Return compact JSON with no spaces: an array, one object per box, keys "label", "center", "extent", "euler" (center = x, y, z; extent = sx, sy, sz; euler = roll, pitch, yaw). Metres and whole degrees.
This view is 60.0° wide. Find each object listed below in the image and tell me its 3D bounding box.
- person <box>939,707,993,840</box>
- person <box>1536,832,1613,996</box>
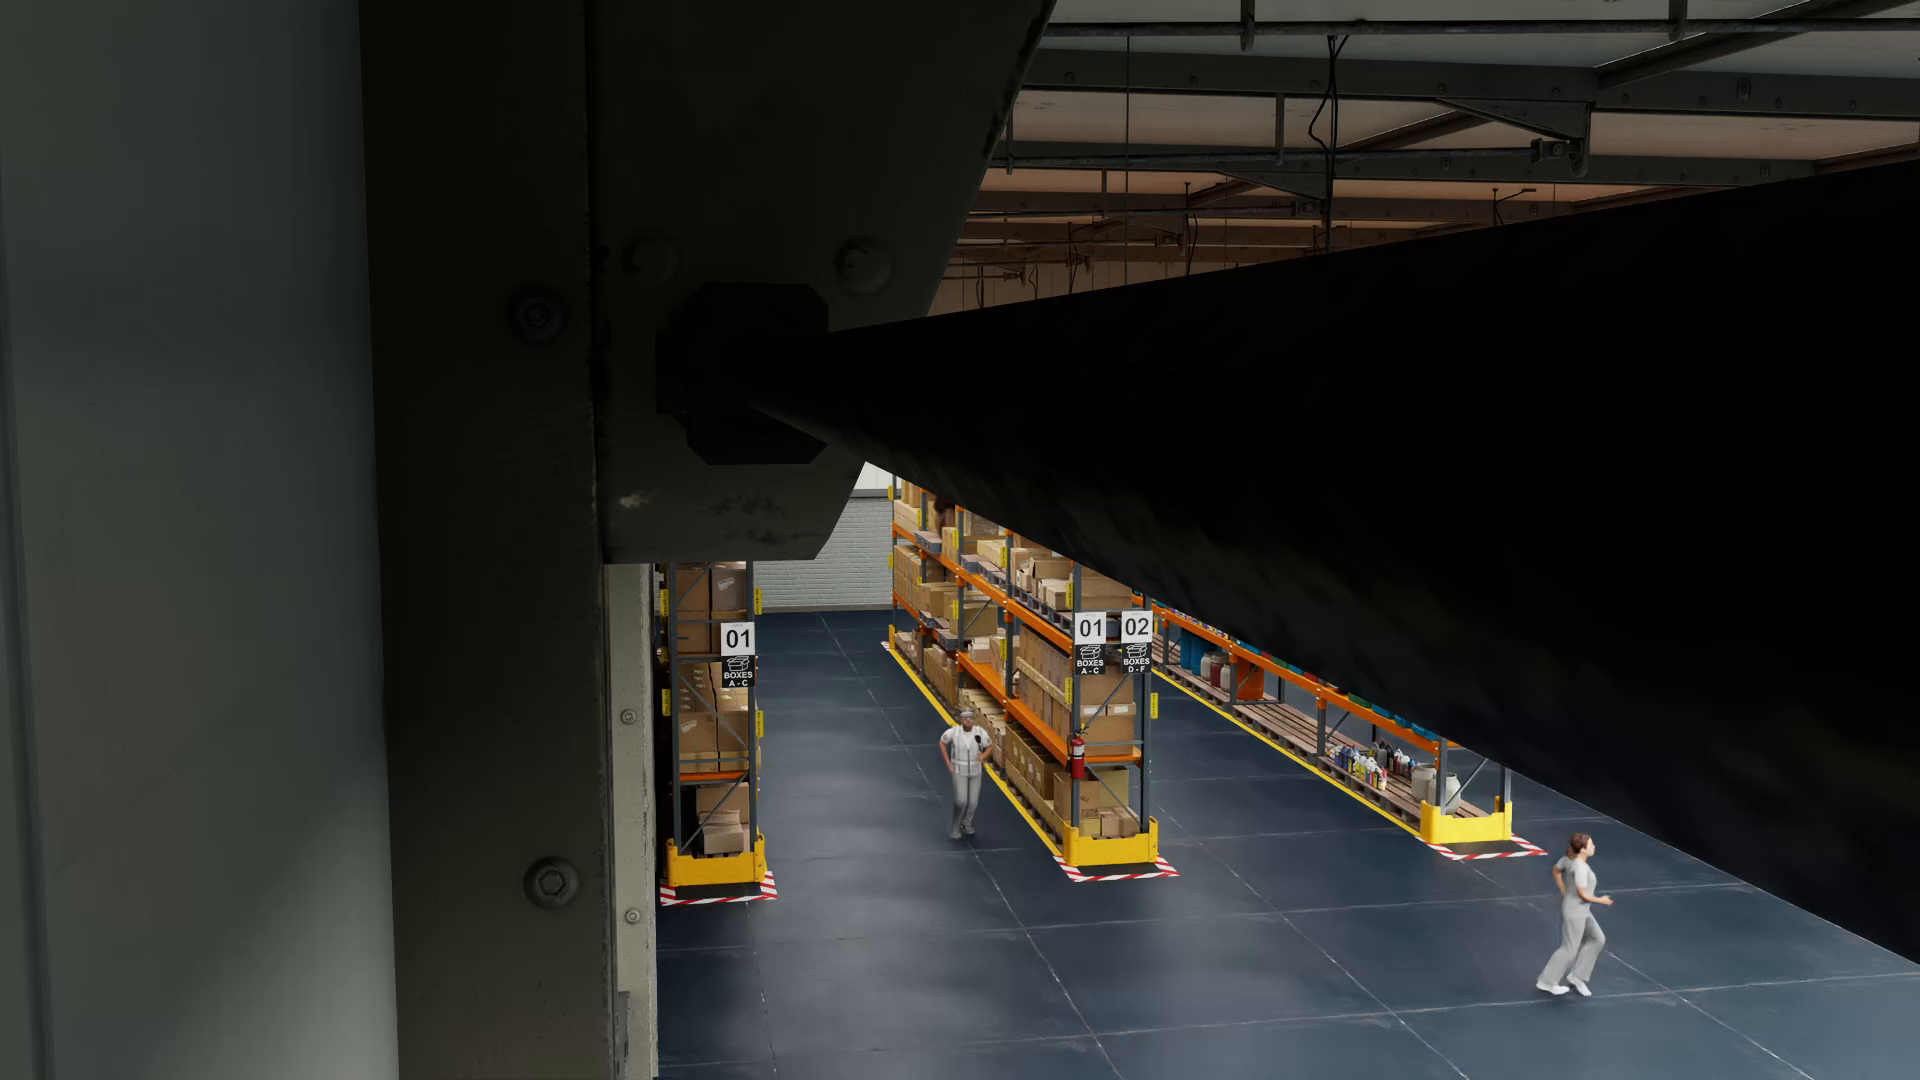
[{"label":"person","center":[0.103,3.083,22.002],"extent":[0.698,1.812,0.650],"euler":[-1,6,-10]},{"label":"person","center":[6.116,3.736,16.532],"extent":[0.692,1.697,0.536],"euler":[2,6,14]}]
